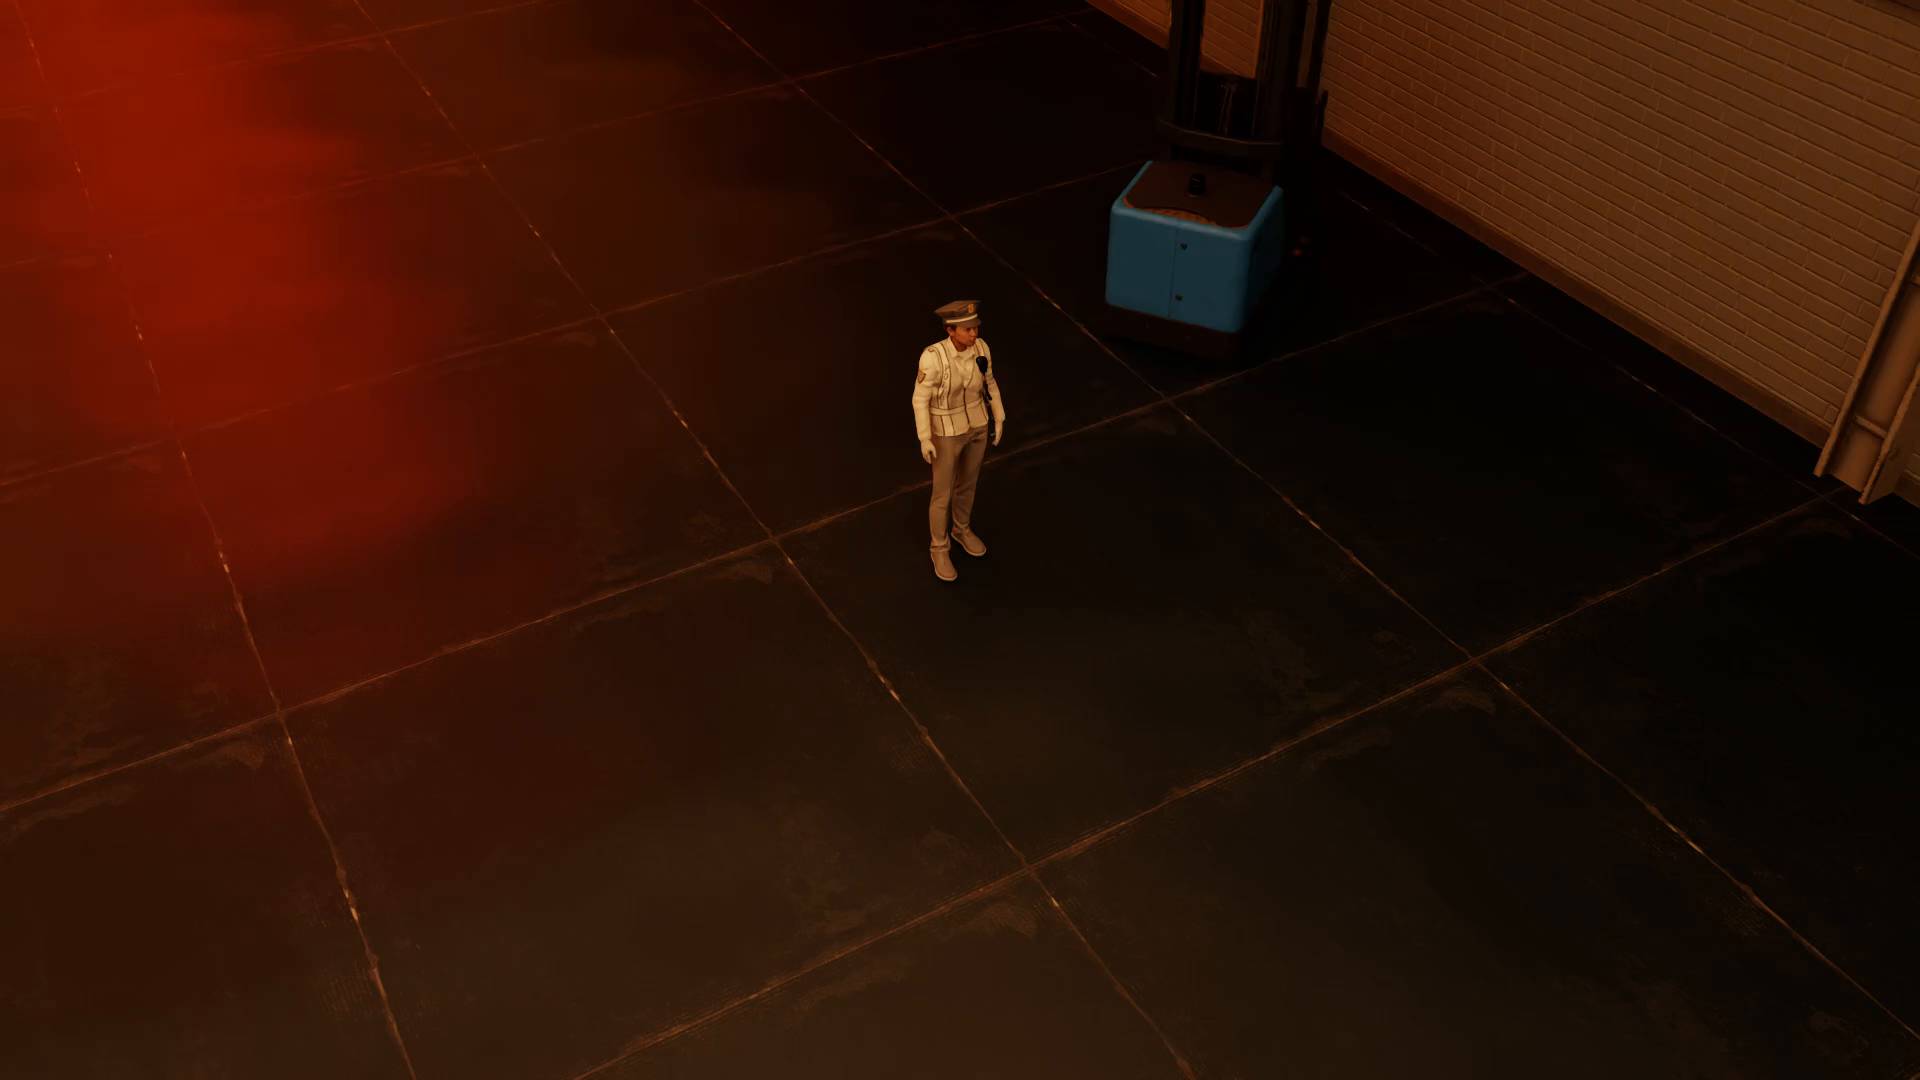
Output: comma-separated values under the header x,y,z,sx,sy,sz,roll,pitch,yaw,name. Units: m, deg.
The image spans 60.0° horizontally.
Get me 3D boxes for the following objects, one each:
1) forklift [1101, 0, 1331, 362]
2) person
x,y,z,sx,sy,sz,roll,pitch,yaw,name
2.104,-3.322,12.042,1.130,2.935,3.031,16,42,19,forklift
0.028,-0.617,9.738,0.586,1.694,0.530,-20,44,-23,person
